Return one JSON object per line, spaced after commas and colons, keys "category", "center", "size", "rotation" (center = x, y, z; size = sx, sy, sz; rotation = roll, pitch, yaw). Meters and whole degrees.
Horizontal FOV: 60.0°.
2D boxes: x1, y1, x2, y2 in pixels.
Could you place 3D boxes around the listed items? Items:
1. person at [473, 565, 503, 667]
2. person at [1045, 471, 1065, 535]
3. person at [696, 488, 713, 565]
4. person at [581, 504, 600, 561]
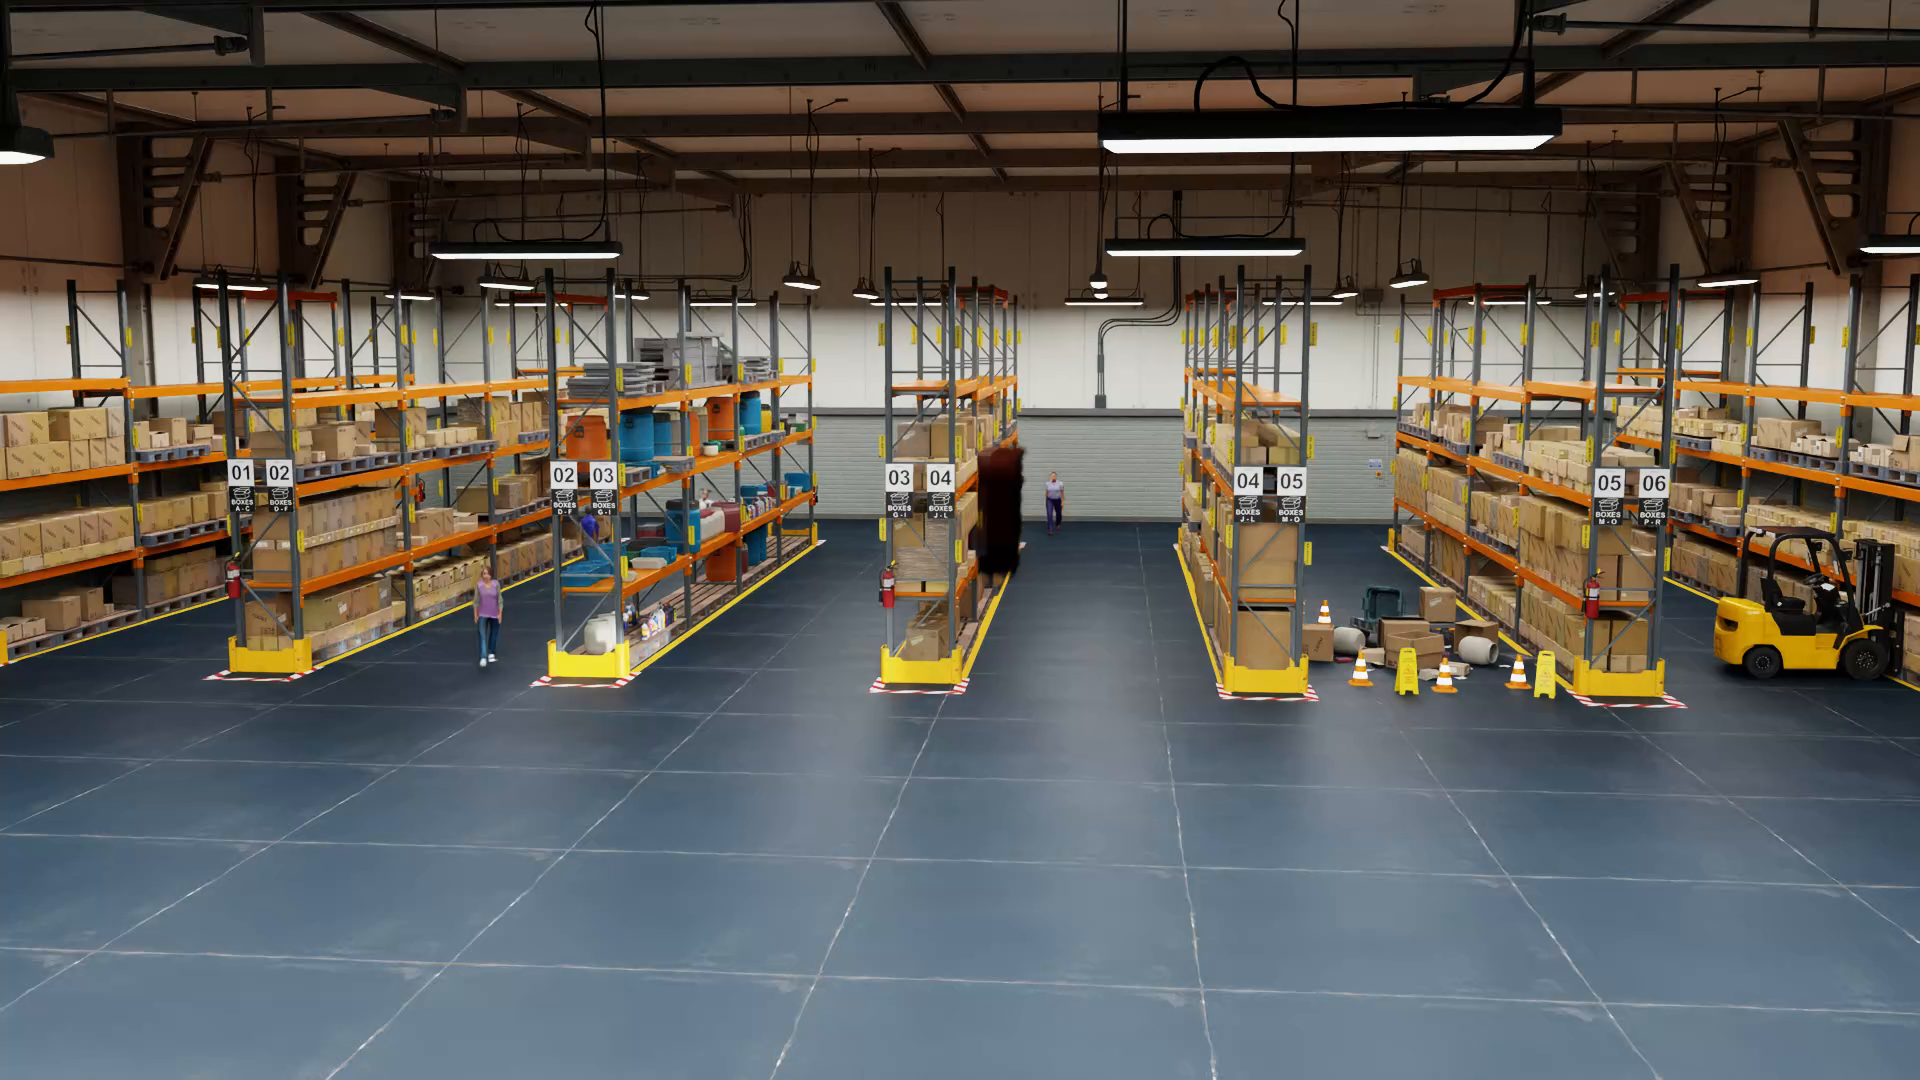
{"category": "person", "center": [-7.163, 1.169, 25.280], "size": [0.437, 1.503, 1.006], "rotation": [-3, 8, -23]}
{"category": "person", "center": [2.424, -0.964, 42.475], "size": [0.484, 1.601, 0.838], "rotation": [0, 7, 2]}
{"category": "person", "center": [-5.756, -0.313, 37.068], "size": [0.496, 1.701, 0.751], "rotation": [4, 8, 31]}
{"category": "person", "center": [-7.483, 0.117, 33.502], "size": [0.504, 1.655, 0.464], "rotation": [5, 9, 35]}
